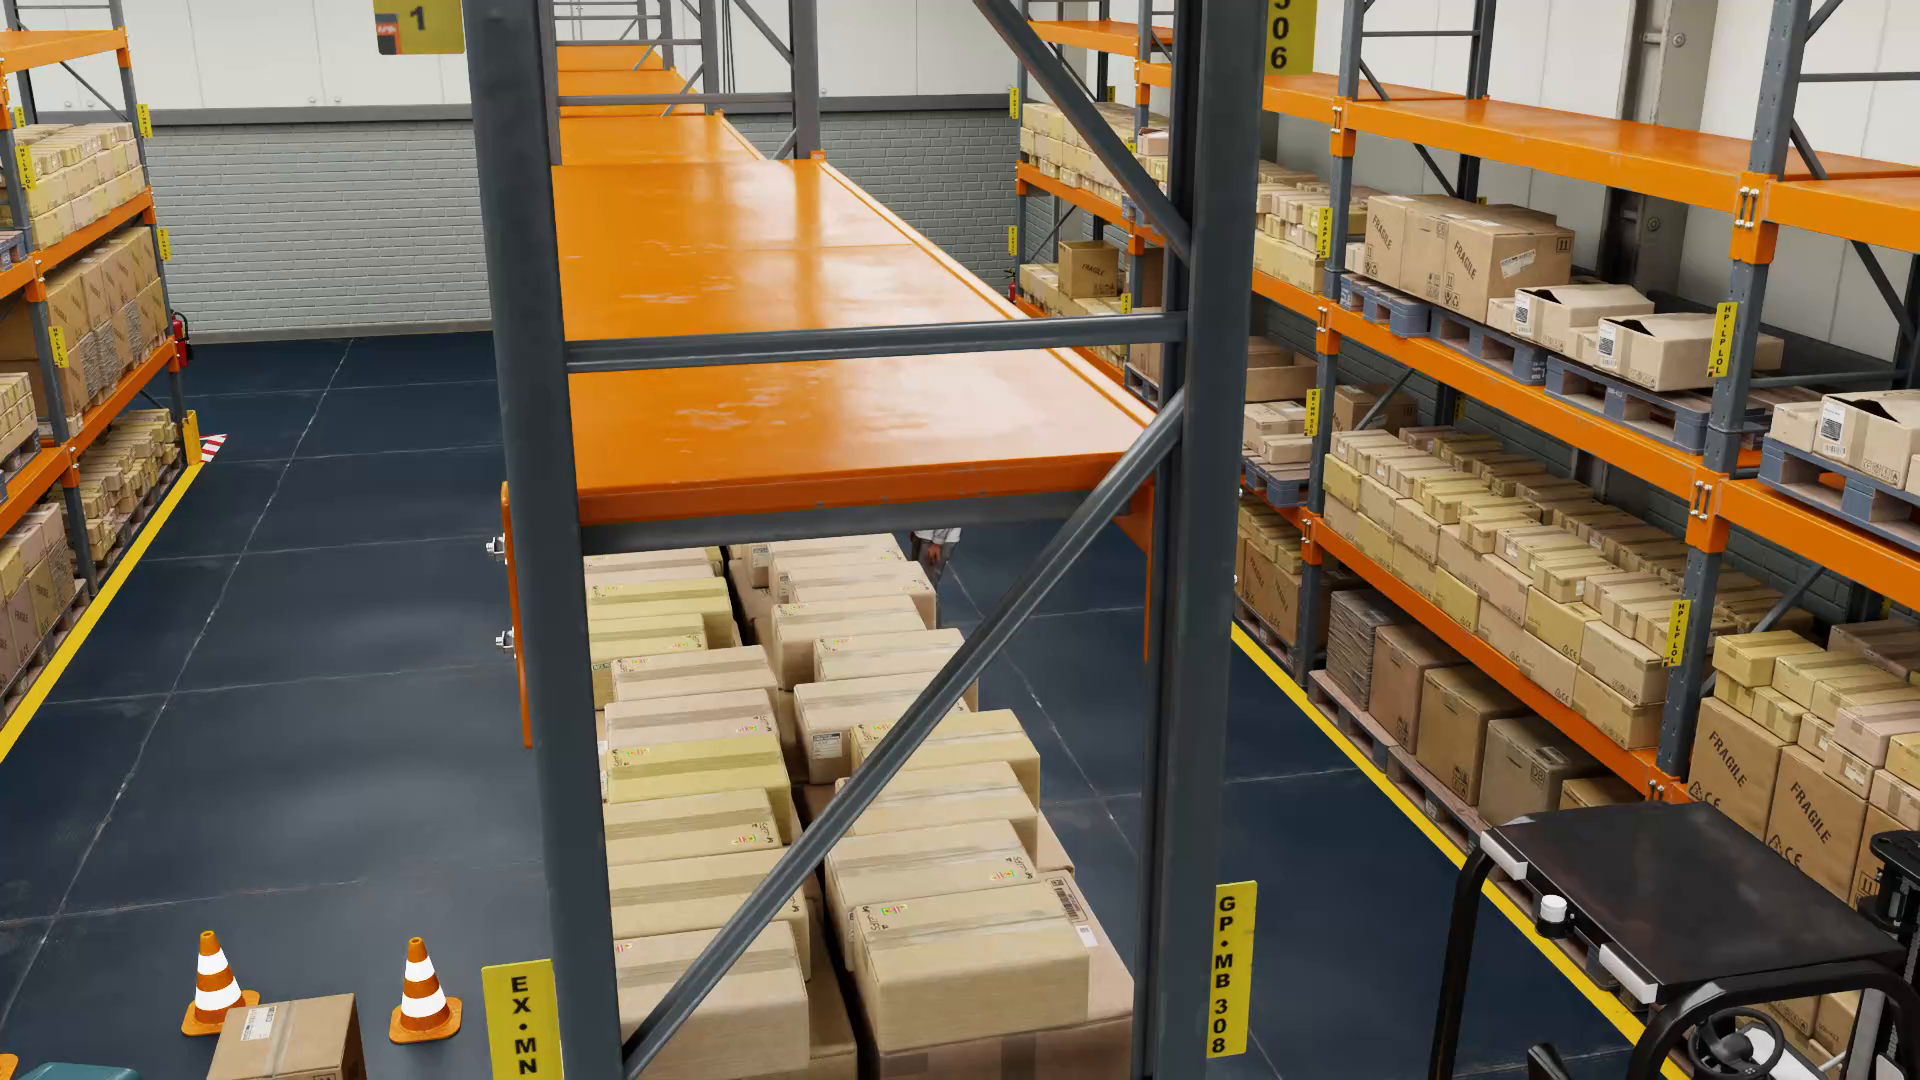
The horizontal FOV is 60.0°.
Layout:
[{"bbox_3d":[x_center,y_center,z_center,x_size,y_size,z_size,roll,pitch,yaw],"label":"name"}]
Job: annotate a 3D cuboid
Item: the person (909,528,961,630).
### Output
[{"bbox_3d":[-0.236,-0.037,12.448,0.470,1.772,0.594,-6,20,-15],"label":"person"}]
